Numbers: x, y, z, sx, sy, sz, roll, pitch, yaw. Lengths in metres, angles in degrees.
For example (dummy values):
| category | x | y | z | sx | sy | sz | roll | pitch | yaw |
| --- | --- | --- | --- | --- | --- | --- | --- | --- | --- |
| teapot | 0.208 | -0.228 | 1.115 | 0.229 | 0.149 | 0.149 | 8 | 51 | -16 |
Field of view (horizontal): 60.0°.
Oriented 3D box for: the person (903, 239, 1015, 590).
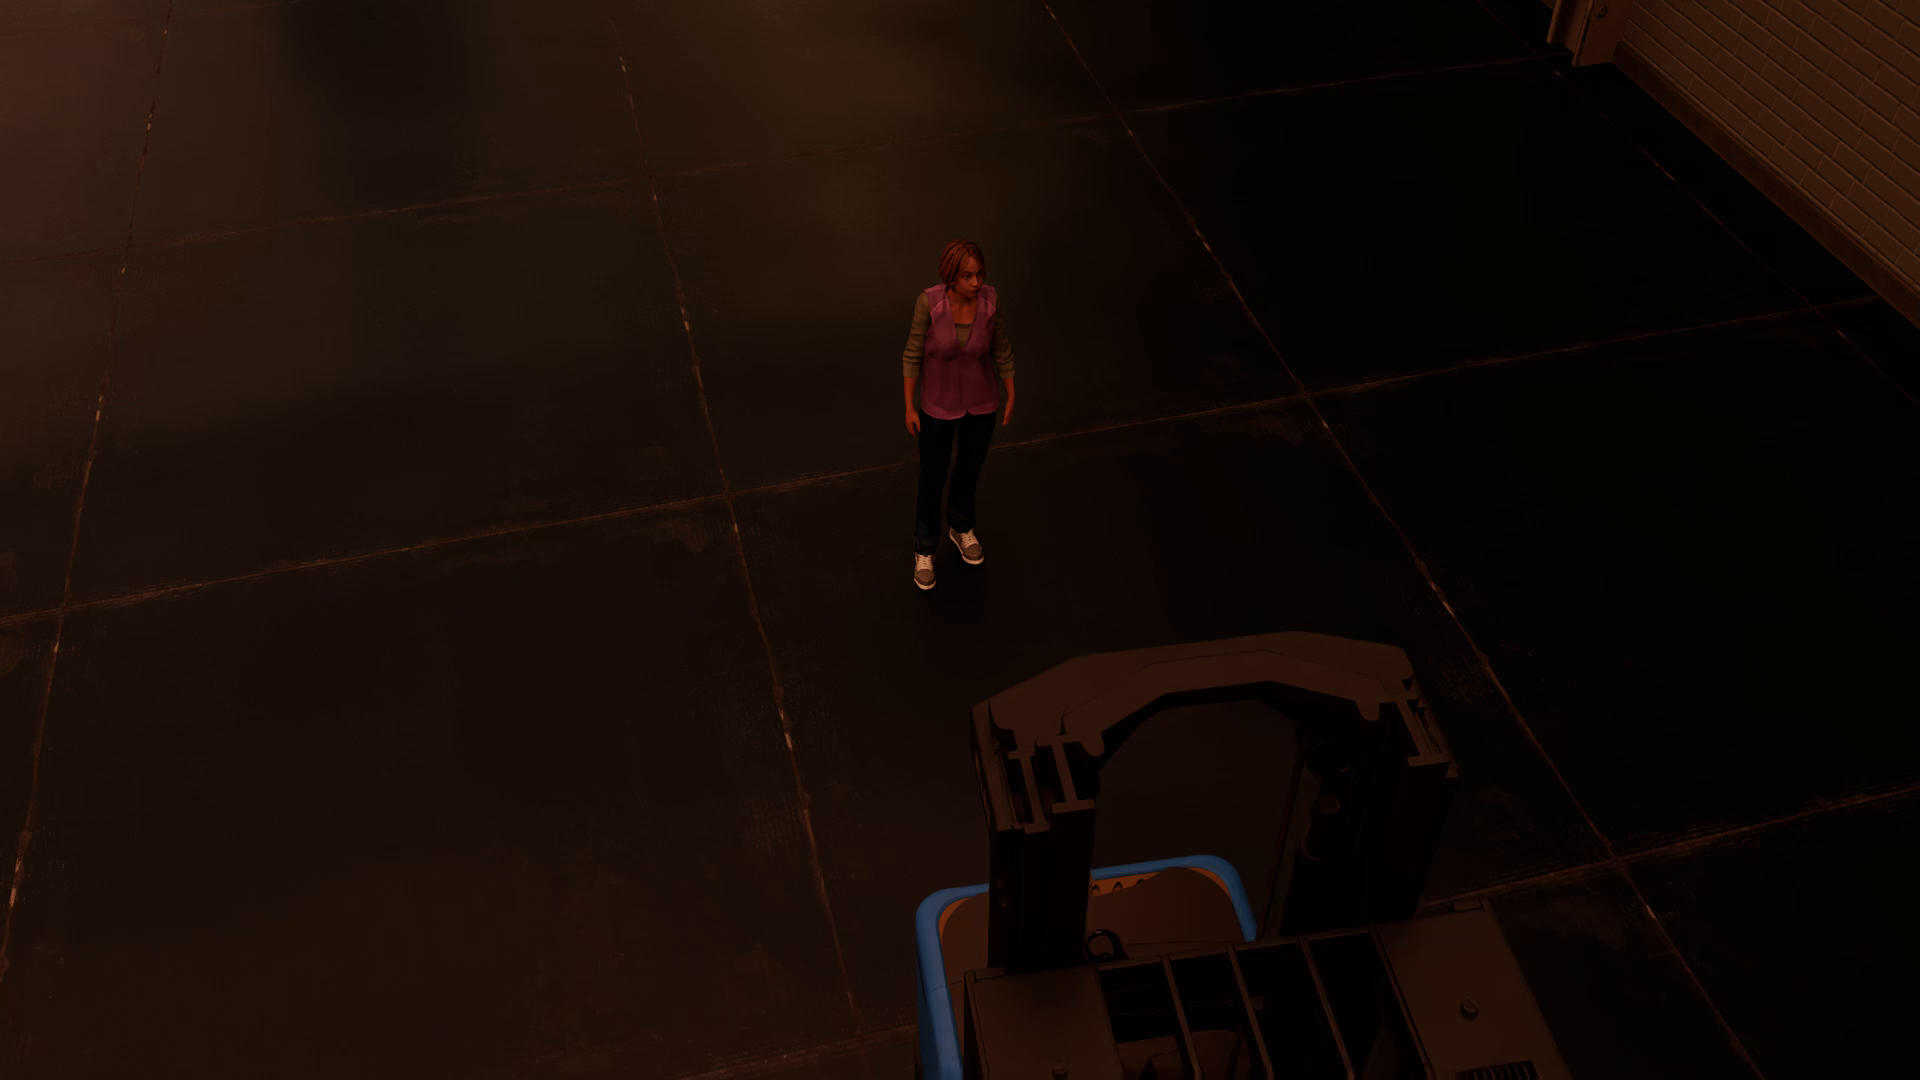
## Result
| category | x | y | z | sx | sy | sz | roll | pitch | yaw |
| --- | --- | --- | --- | --- | --- | --- | --- | --- | --- |
| person | 0.005 | -0.534 | 7.170 | 0.520 | 1.599 | 0.473 | -10 | 44 | -11 |

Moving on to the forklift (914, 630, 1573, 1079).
| category | x | y | z | sx | sy | sz | roll | pitch | yaw |
| --- | --- | --- | --- | --- | --- | --- | --- | --- | --- |
| forklift | 0.591 | 1.740 | 3.804 | 1.130 | 2.935 | 3.031 | -6 | 44 | -7 |
